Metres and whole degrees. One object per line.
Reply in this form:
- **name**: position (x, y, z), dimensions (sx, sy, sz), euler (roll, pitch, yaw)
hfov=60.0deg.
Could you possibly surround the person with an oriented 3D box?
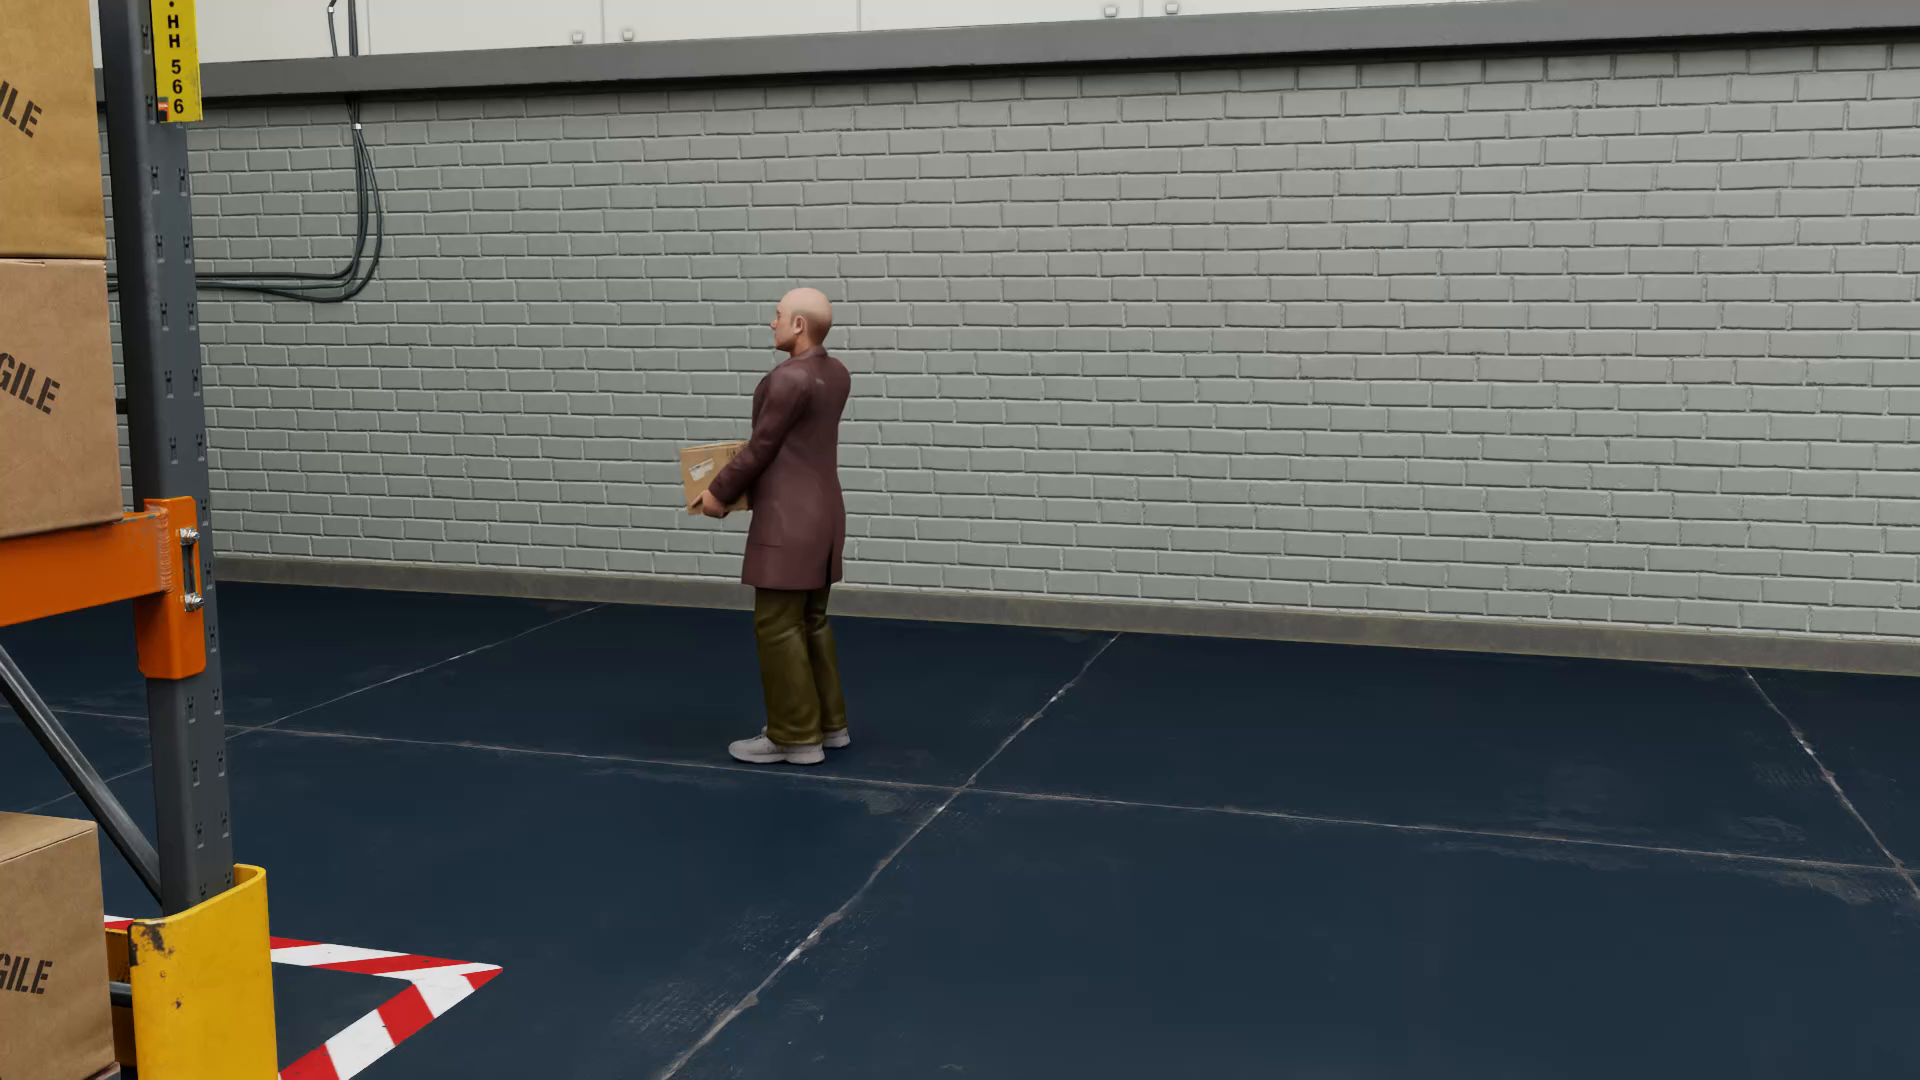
- **person**: position (-0.717, -0.059, 6.306), dimensions (0.545, 1.776, 0.527), euler (2, 9, 17)
